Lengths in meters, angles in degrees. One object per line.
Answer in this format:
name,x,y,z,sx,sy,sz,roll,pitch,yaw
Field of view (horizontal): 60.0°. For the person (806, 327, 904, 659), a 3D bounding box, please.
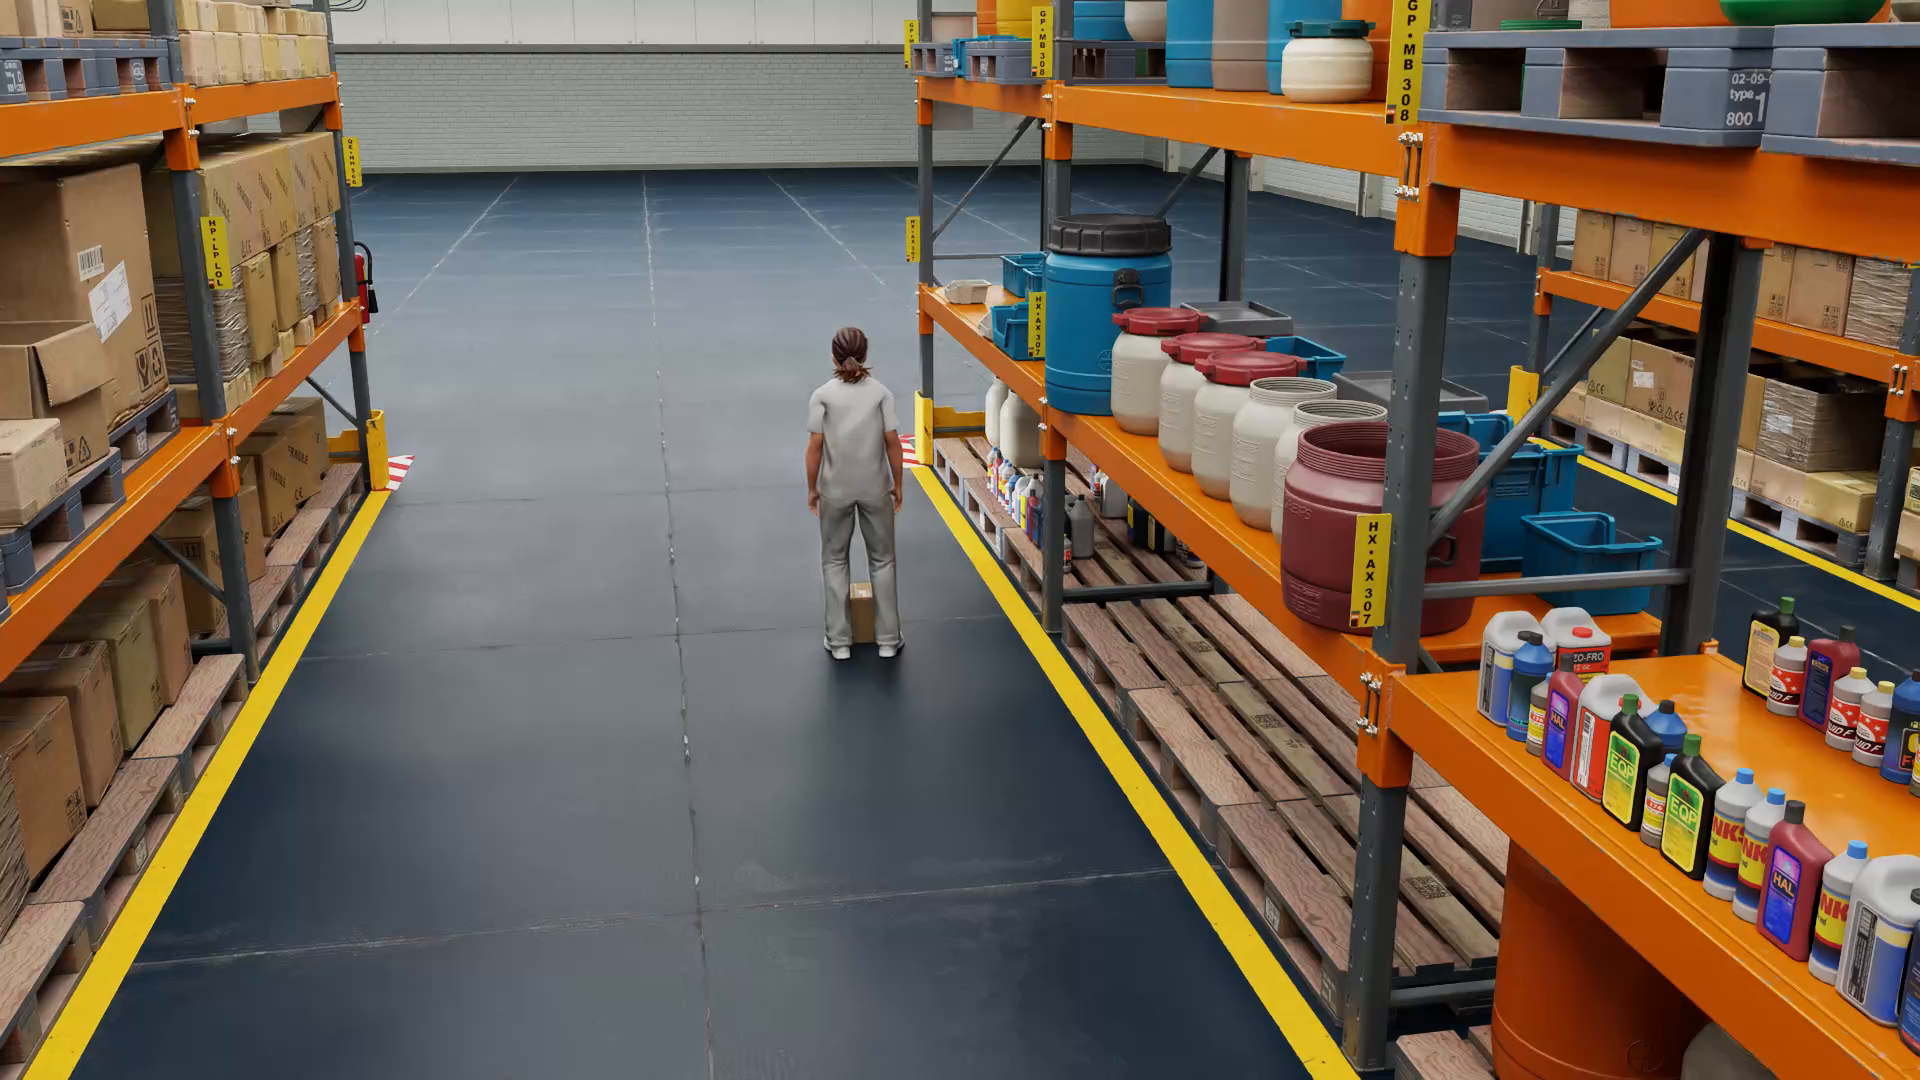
person,-0.522,-0.229,8.313,0.487,1.673,0.356,-2,17,-5
